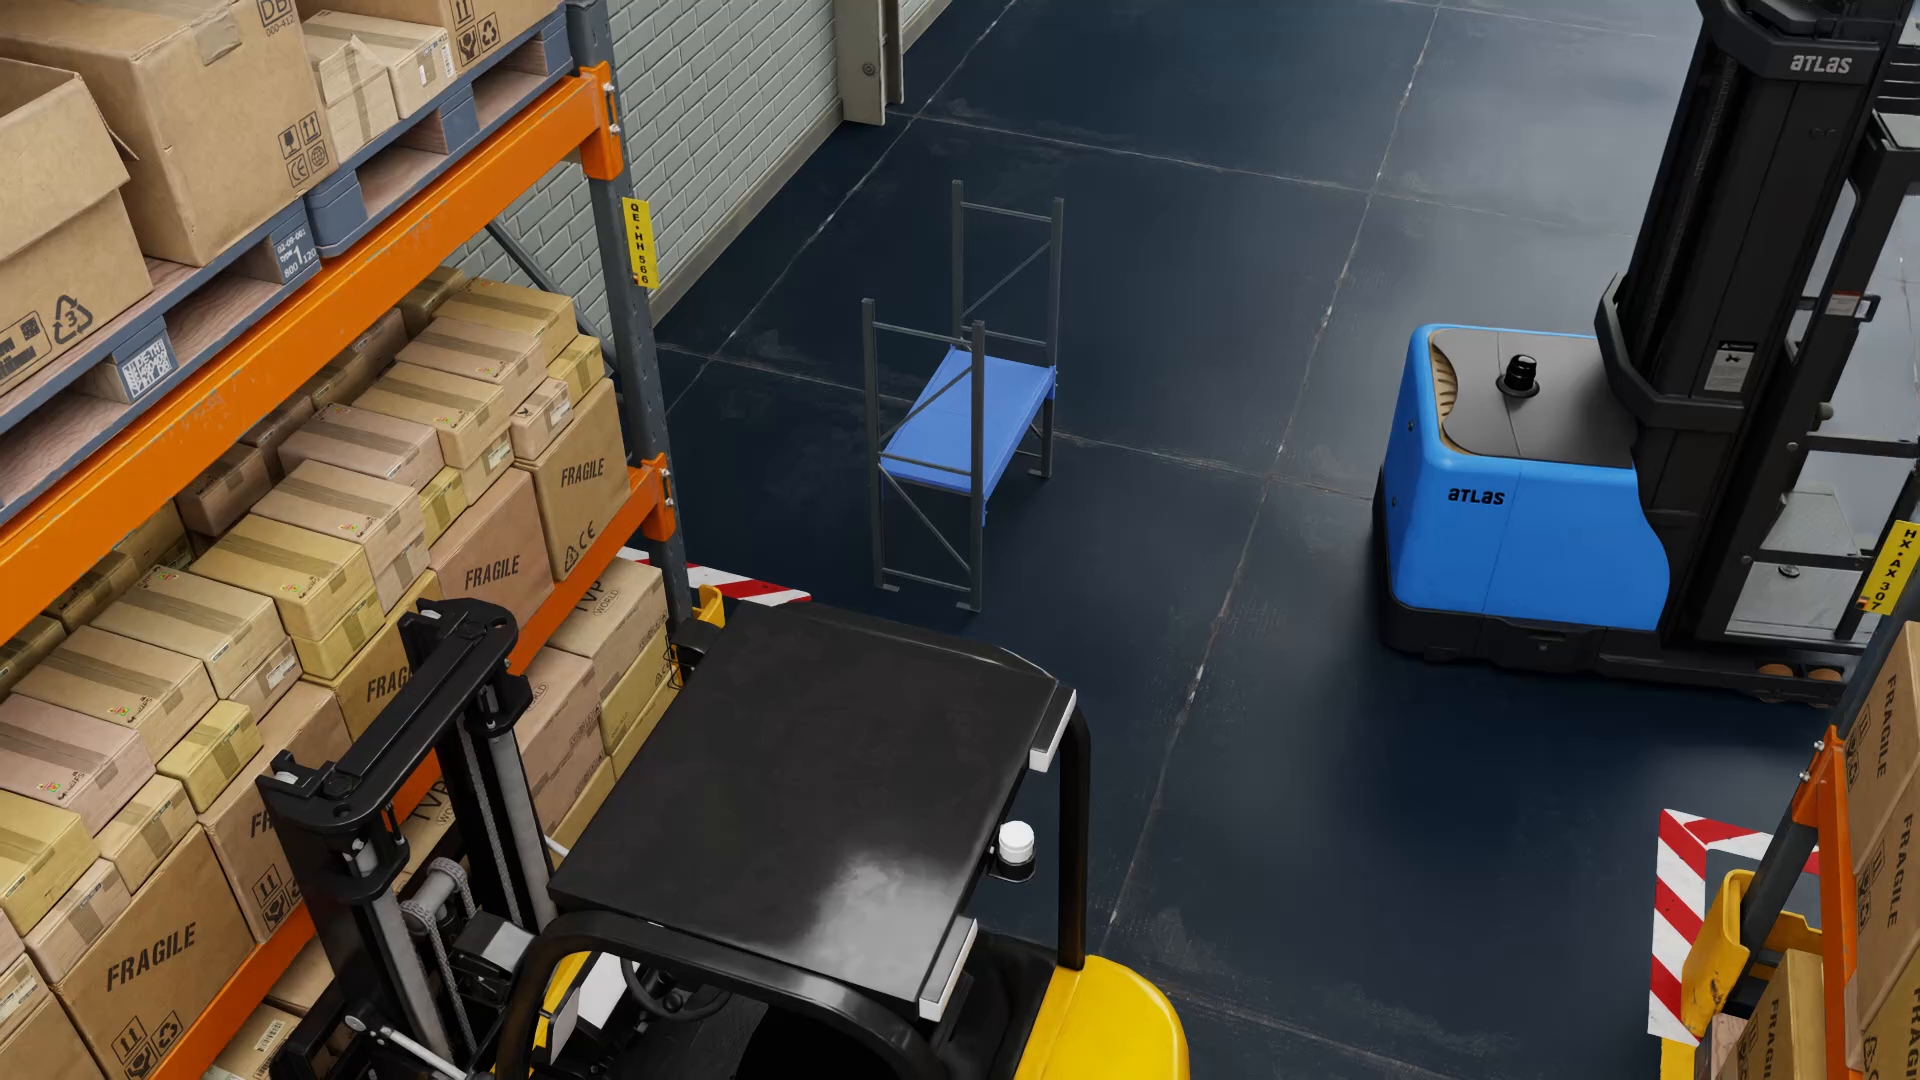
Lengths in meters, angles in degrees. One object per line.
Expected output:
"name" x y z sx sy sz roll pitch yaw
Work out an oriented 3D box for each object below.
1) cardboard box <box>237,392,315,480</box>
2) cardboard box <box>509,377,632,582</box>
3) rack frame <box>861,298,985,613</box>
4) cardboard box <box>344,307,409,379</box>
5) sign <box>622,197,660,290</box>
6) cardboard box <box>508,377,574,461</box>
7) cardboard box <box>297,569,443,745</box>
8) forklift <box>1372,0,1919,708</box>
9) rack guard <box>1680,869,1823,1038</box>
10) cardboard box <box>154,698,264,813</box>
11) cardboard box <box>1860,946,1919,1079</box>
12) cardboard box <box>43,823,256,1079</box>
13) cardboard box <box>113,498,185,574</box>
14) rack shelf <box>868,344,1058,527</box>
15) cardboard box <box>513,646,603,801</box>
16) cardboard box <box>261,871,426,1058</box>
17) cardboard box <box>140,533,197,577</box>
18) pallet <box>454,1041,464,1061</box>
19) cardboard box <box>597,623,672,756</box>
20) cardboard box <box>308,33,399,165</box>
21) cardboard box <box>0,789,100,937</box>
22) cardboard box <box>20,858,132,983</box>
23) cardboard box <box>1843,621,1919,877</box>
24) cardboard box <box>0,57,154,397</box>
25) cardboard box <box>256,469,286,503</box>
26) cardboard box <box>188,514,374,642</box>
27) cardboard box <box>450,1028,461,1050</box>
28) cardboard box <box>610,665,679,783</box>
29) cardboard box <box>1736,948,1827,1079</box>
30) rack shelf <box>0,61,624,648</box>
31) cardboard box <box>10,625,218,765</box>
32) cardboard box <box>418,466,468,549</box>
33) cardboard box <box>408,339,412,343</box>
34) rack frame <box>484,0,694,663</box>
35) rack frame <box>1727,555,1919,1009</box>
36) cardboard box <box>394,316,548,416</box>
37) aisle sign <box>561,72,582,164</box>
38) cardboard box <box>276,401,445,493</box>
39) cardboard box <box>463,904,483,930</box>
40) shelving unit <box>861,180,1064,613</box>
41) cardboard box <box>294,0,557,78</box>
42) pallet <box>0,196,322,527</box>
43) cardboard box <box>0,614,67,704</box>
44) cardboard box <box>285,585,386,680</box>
"cardboard box" -2.166 -0.346 4.992 0.380 0.149 0.250 14 42 15
"cardboard box" -1.475 -0.249 5.607 0.500 0.500 0.500 12 42 14
"rack frame" -0.145 -0.313 6.914 0.500 1.500 0.032 13 42 15
"cardboard box" -2.019 -0.662 5.362 0.380 0.149 0.250 15 43 17
"sign" -1.049 -0.971 5.456 0.100 0.325 0.005 13 42 15
"cardboard box" -1.469 -0.418 5.306 0.380 0.149 0.250 14 42 16
"cardboard box" -1.836 0.378 4.873 0.500 0.500 0.500 13 42 14
"forklift" 3.360 -0.792 6.373 3.031 2.935 1.130 5 41 6
"rack guard" 3.086 1.527 5.528 1.175 0.500 0.348 13 42 15
"cardboard box" -2.018 0.511 4.217 0.380 0.149 0.250 12 42 14
"cardboard box" 2.342 1.234 3.640 0.500 0.500 0.500 13 42 14
"cardboard box" -2.190 0.989 4.156 0.500 0.500 0.500 13 42 15
"cardboard box" -2.415 -0.042 4.635 0.380 0.149 0.250 12 42 14
"rack shelf" 0.029 -0.486 7.395 0.538 0.185 1.000 13 42 15
"cardboard box" -1.587 0.599 5.715 0.500 0.250 0.500 14 42 16
"cardboard box" -1.931 1.217 4.991 0.500 0.250 0.500 12 42 14
"cardboard box" -2.420 0.064 4.741 0.380 0.149 0.250 15 43 17
"pallet" -2.195 1.709 5.538 1.003 0.211 1.213 13 42 15
"cardboard box" -1.427 0.493 6.225 0.500 0.250 0.500 13 42 15
"cardboard box" -1.639 -1.130 4.109 0.396 0.266 0.258 13 42 15
"cardboard box" -2.203 0.708 3.757 0.380 0.149 0.250 13 42 14
"cardboard box" -2.170 0.832 3.840 0.380 0.149 0.250 13 42 15
"cardboard box" 2.689 0.606 4.376 0.500 0.500 0.500 13 42 14
"cardboard box" -2.156 -0.673 3.390 0.797 0.503 0.637 15 43 16
"cardboard box" -2.180 -0.237 5.094 0.380 0.149 0.250 12 42 14
"cardboard box" -1.821 0.099 4.471 0.380 0.149 0.250 14 42 16
"cardboard box" -1.933 1.600 5.313 0.500 0.250 0.500 15 43 16
"cardboard box" -1.418 0.674 6.398 0.500 0.250 0.500 14 42 15
"cardboard box" 2.569 1.576 4.762 0.500 0.500 0.500 12 42 14
"rack shelf" -2.238 -0.217 3.890 1.077 0.370 4.000 13 42 15
"cardboard box" -2.099 0.384 4.136 0.380 0.149 0.250 13 42 15
"cardboard box" -1.710 -0.125 4.962 0.380 0.149 0.250 13 42 15
"cardboard box" -1.914 -0.705 5.642 0.380 0.149 0.250 12 42 14
"rack frame" -1.554 -0.569 6.060 1.000 3.000 0.127 13 42 15
"rack frame" 3.112 0.530 4.771 1.000 3.000 0.127 13 42 15
"cardboard box" -1.533 -0.545 5.225 0.380 0.149 0.250 13 42 15
"aisle sign" -1.255 -1.533 5.187 0.394 0.787 0.004 13 42 15
"cardboard box" -1.752 -0.244 4.872 0.380 0.149 0.250 14 42 15
"cardboard box" -1.765 1.116 5.494 0.500 0.250 0.500 12 42 14
"shelving unit" 0.029 -0.623 7.278 0.538 1.500 1.048 13 42 15
"cardboard box" -1.476 -1.622 4.505 0.500 0.500 0.500 15 43 16
"pallet" -2.235 -0.505 3.741 1.003 0.211 1.213 13 42 15
"cardboard box" -2.512 0.289 4.248 0.380 0.149 0.250 14 43 16
"cardboard box" -1.825 0.207 4.573 0.380 0.149 0.250 14 42 15
